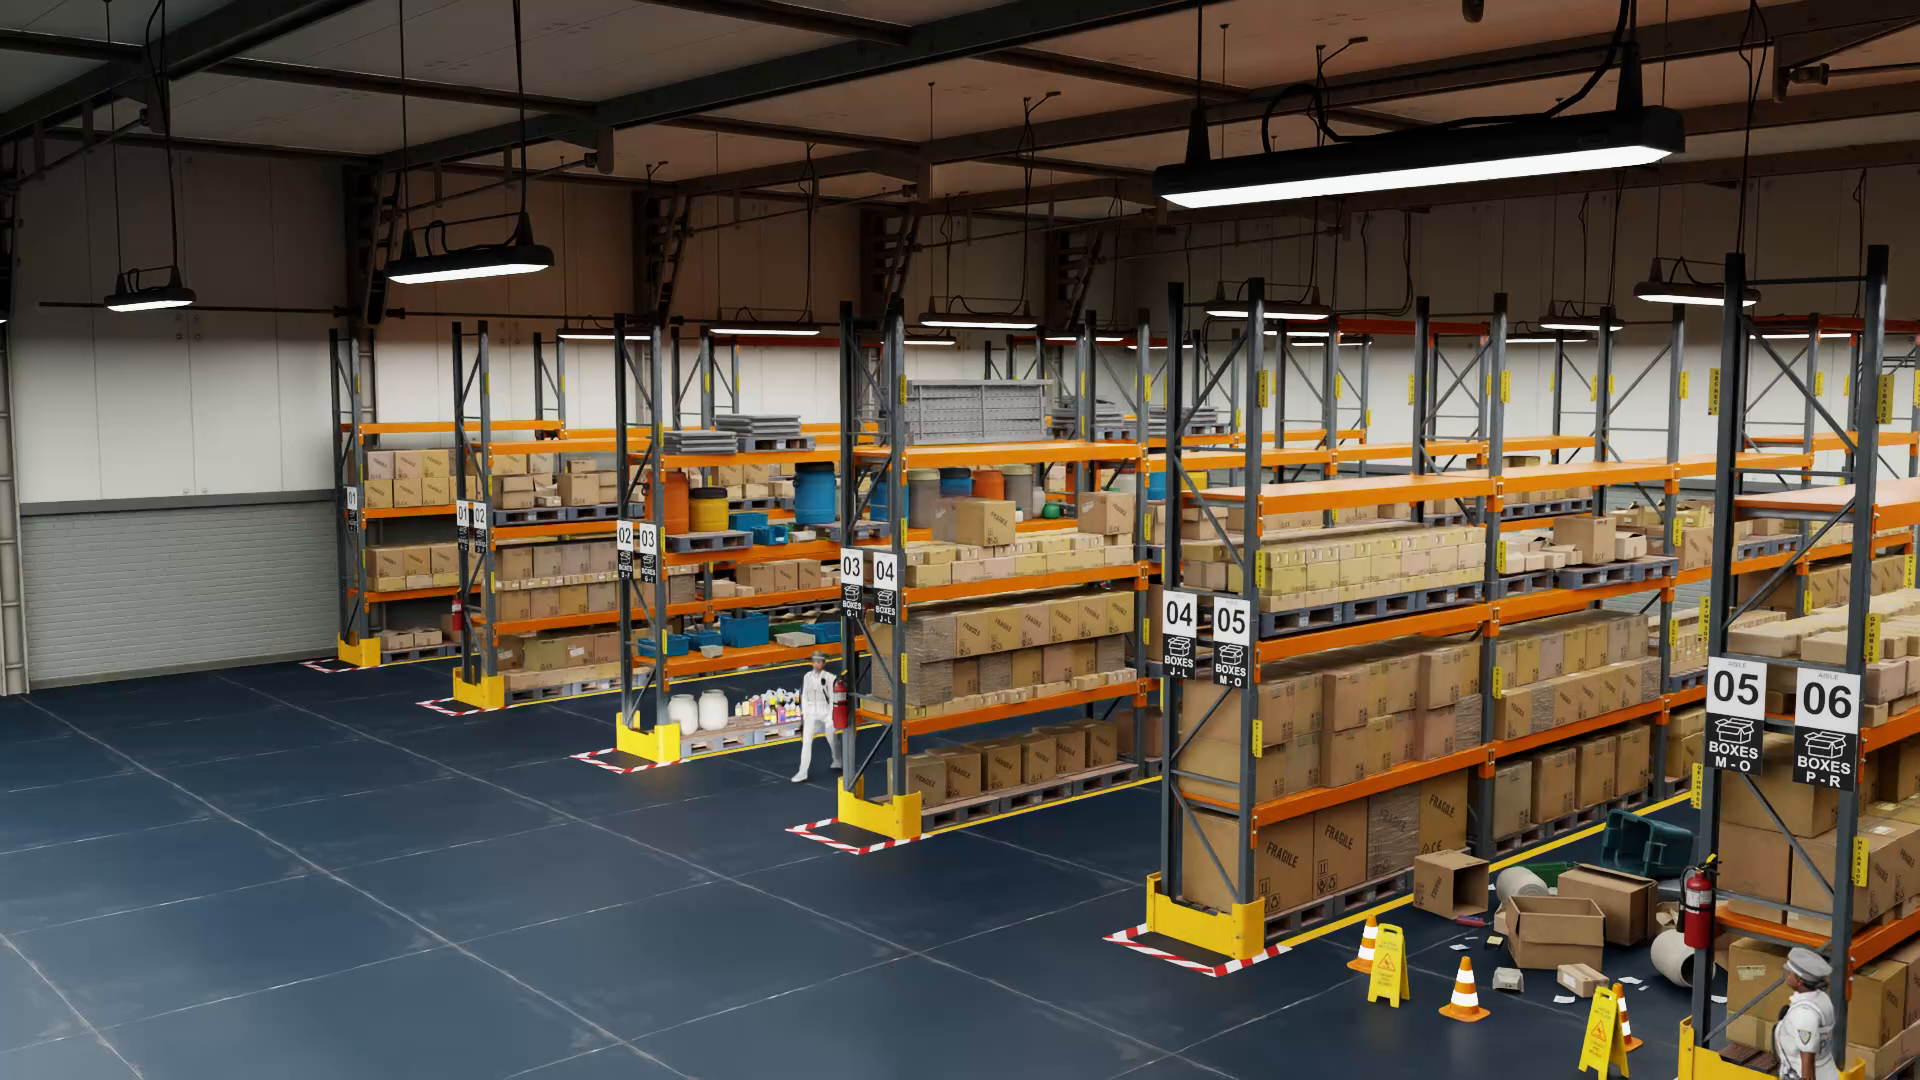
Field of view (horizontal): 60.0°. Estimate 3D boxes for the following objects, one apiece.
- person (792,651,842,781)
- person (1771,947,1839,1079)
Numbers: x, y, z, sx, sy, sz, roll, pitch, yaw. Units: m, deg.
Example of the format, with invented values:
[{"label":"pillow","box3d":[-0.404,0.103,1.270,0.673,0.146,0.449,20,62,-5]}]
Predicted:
[{"label":"person","box3d":[-1.816,2.218,21.353,0.535,1.610,1.070,2,6,19]},{"label":"person","box3d":[5.253,3.326,10.194,0.923,1.644,0.463,5,8,42]}]
